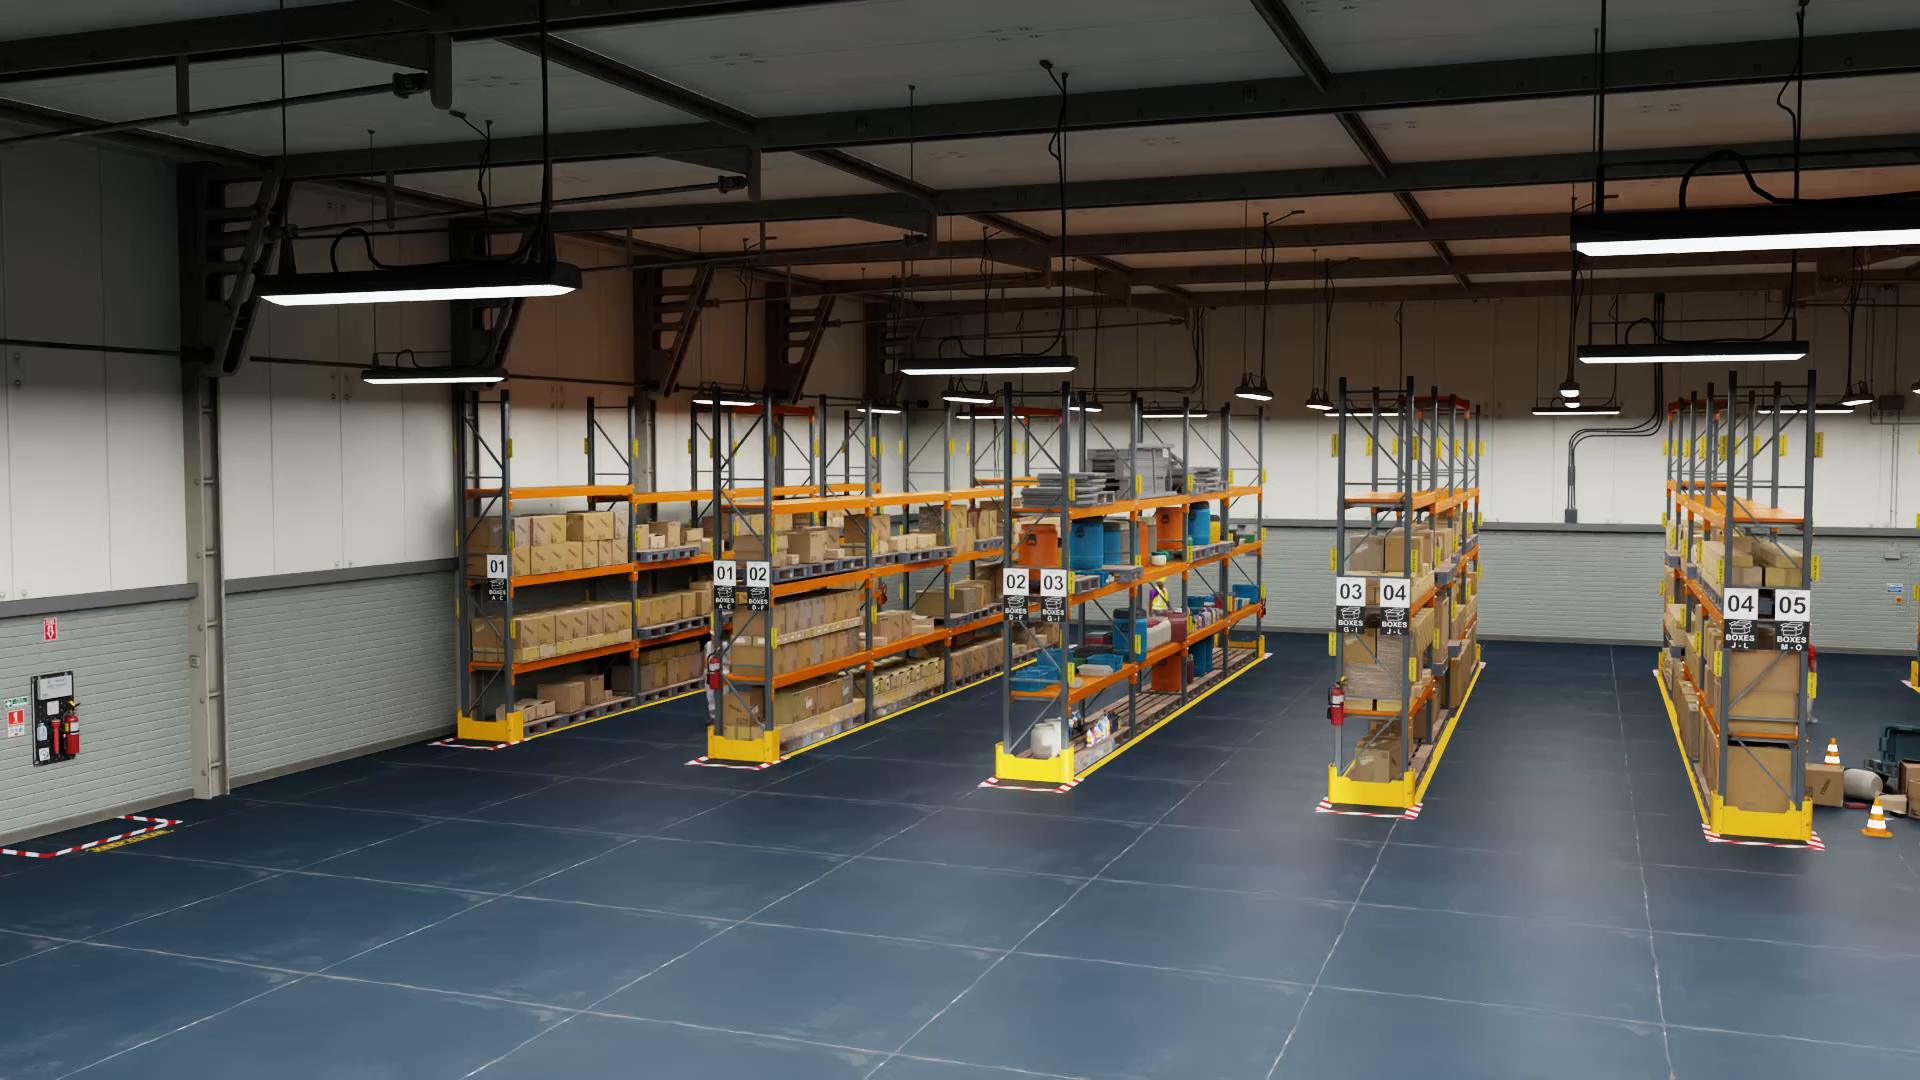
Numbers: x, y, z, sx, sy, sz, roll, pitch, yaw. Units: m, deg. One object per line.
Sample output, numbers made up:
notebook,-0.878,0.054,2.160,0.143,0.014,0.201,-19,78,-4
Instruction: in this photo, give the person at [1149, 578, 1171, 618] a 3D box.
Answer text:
person,5.178,1.790,42.568,0.588,1.730,0.952,-3,4,-41

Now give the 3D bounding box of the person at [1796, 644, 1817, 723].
person,15.261,2.482,30.205,0.579,1.723,0.565,1,3,20

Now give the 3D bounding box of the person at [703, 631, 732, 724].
person,-4.425,2.452,30.424,0.600,1.769,0.679,0,3,8
